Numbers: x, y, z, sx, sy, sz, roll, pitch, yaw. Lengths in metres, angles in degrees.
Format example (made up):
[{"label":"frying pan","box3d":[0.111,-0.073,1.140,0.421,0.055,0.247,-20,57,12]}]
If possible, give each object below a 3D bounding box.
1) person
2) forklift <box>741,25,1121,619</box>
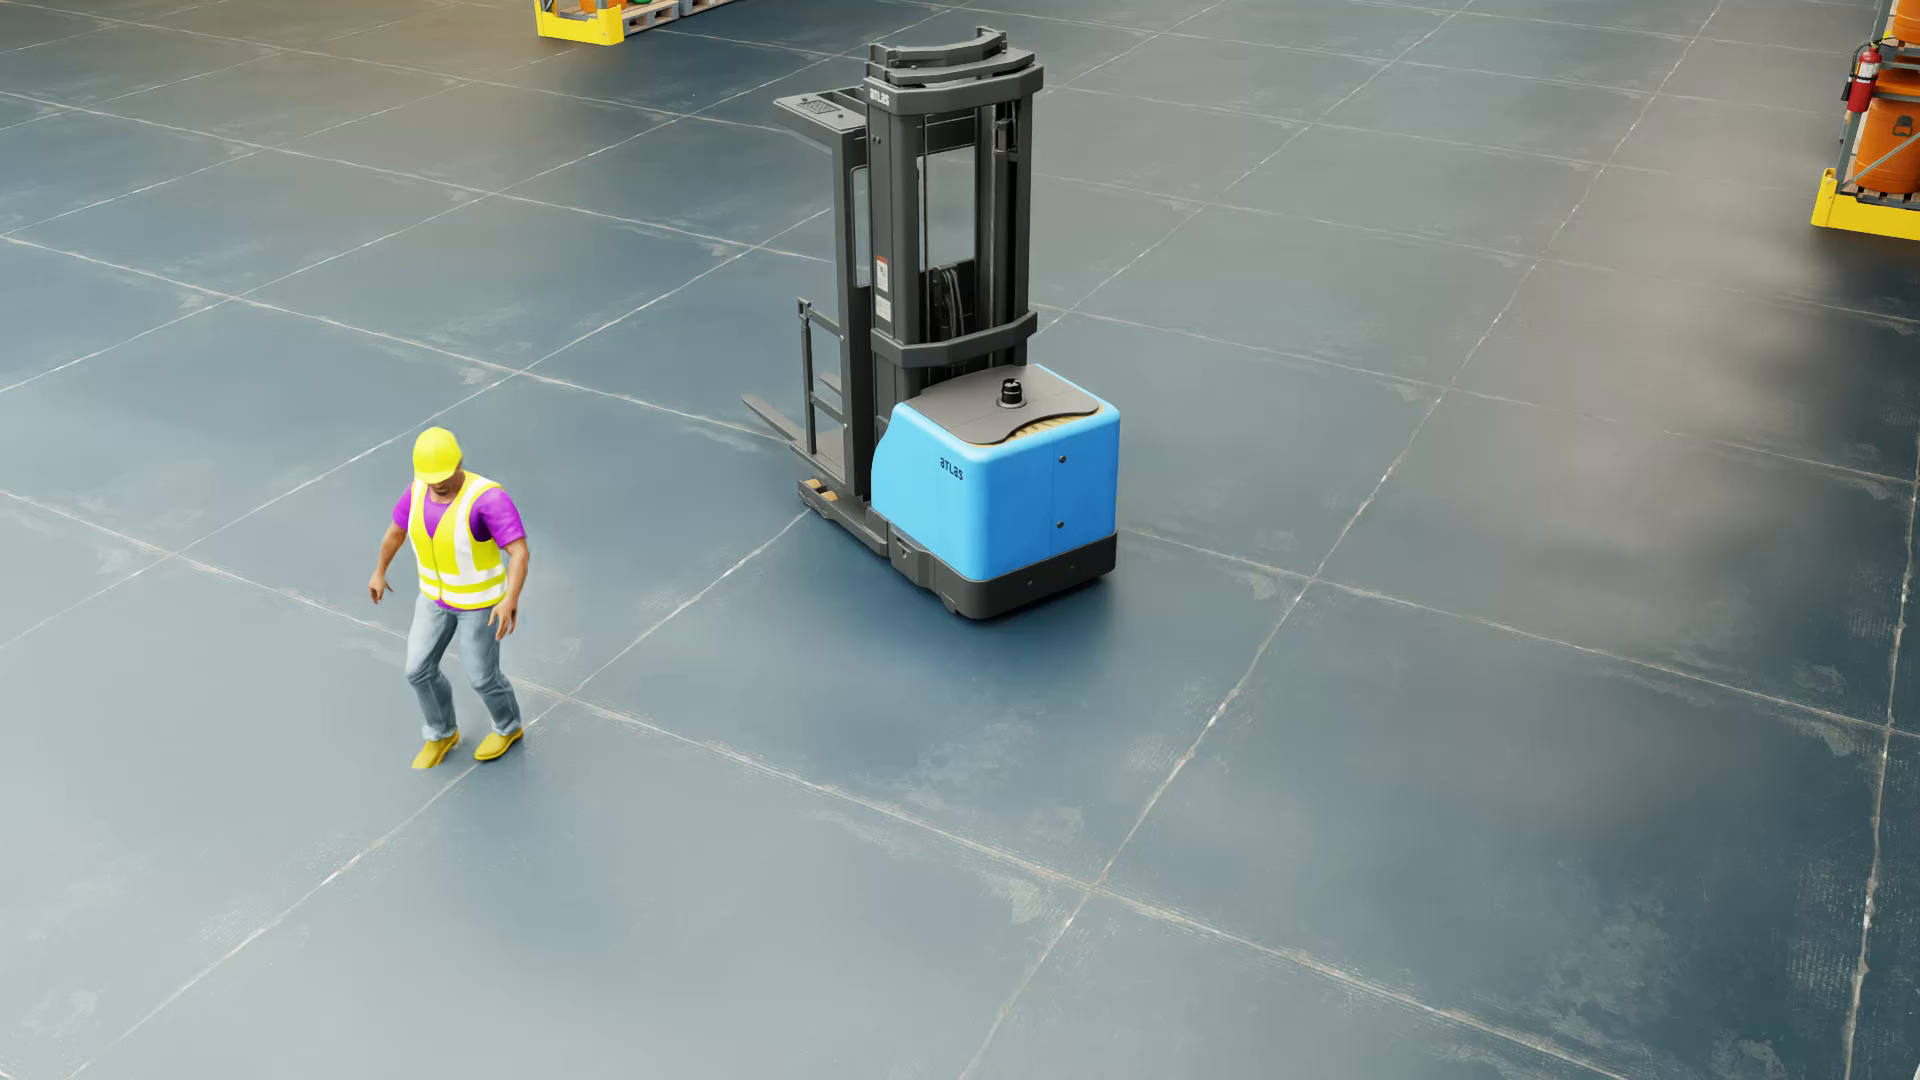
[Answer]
[{"label":"person","box3d":[-2.372,0.310,7.773,1.004,1.792,0.533,14,33,23]},{"label":"forklift","box3d":[-0.351,-1.524,9.712,1.130,2.935,3.031,-19,35,-29]}]
